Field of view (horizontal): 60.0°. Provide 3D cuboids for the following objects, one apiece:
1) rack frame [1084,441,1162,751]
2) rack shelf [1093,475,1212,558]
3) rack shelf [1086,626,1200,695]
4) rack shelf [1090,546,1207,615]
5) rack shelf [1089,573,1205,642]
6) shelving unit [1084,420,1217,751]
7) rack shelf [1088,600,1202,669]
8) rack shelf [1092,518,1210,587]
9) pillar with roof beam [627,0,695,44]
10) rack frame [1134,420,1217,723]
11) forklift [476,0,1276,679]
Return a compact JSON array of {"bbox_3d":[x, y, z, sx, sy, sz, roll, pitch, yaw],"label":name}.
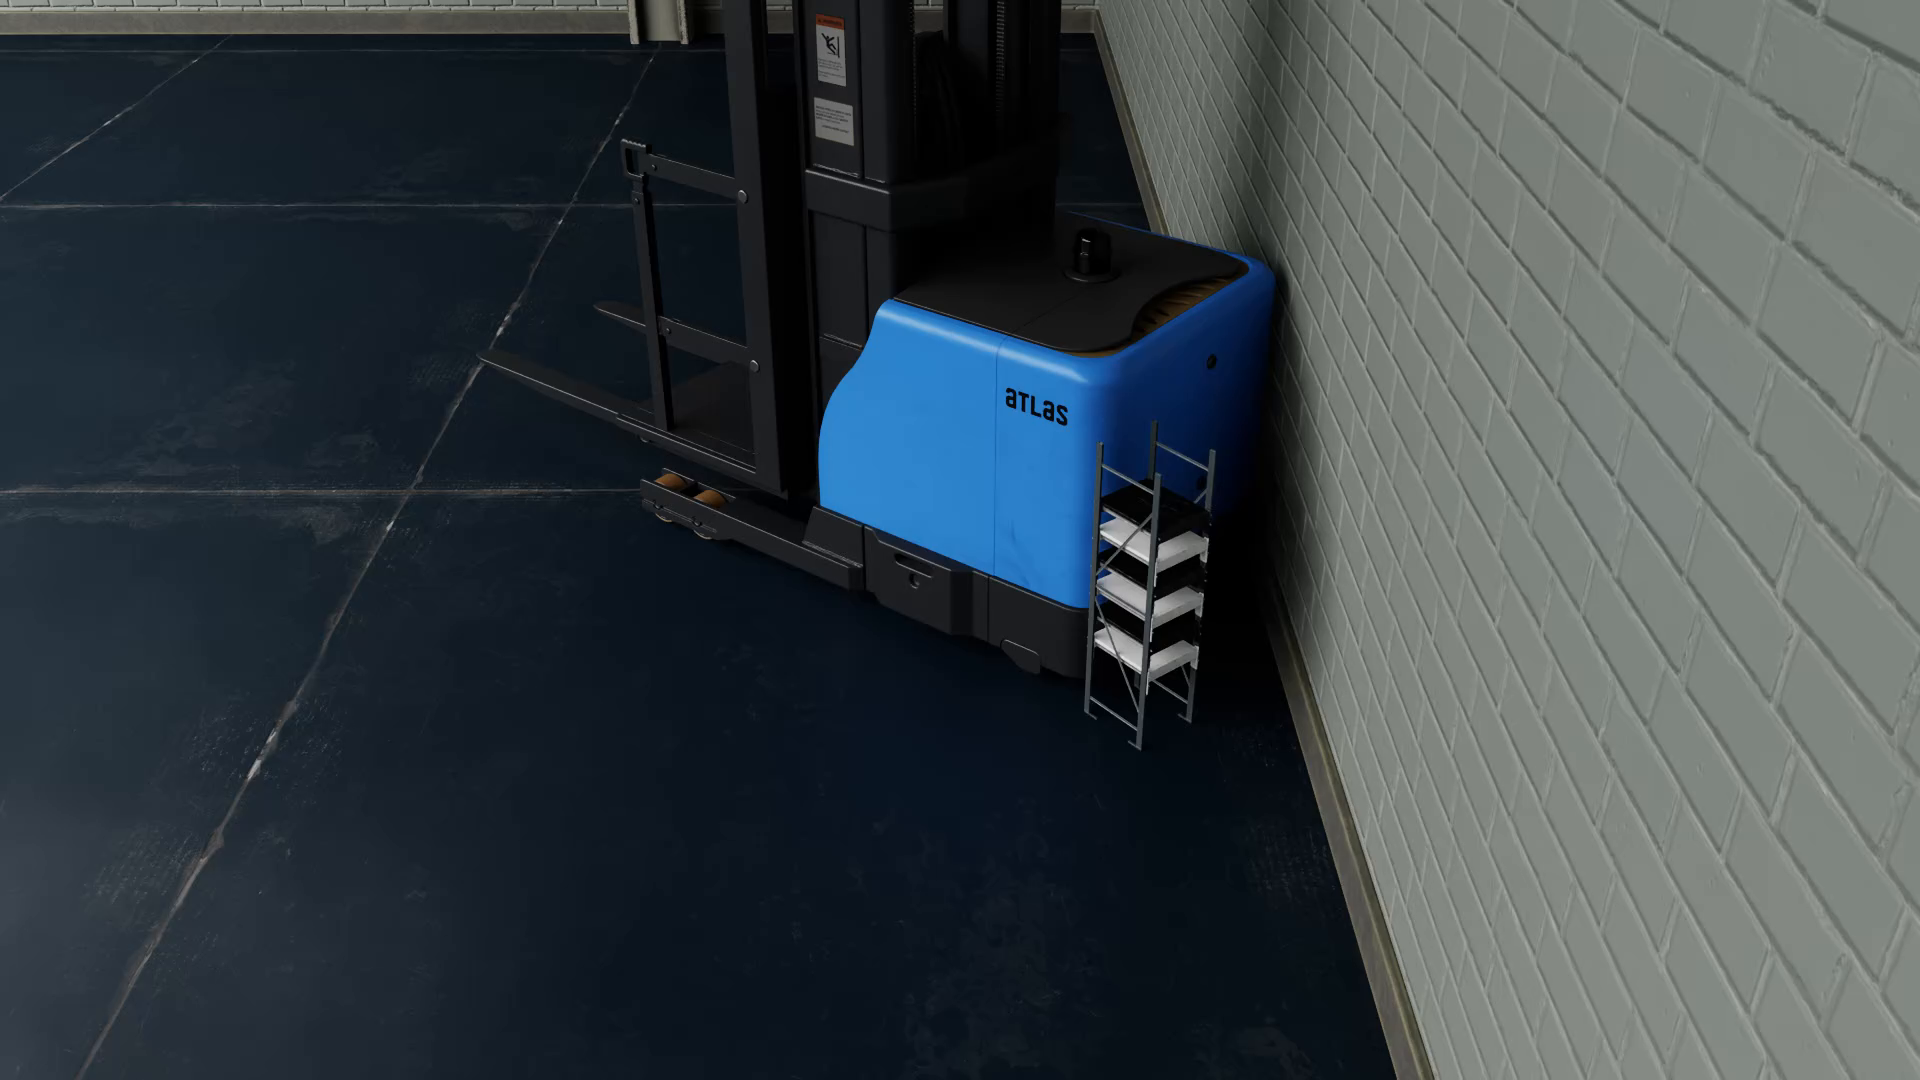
[{"bbox_3d":[0.444,0.170,4.603,0.006,0.900,0.240,-23,38,-32],"label":"rack frame"},{"bbox_3d":[0.524,-0.066,4.535,0.200,0.077,0.258,-23,38,-32],"label":"rack shelf"},{"bbox_3d":[0.524,0.319,4.768,0.200,0.077,0.258,-23,38,-32],"label":"rack shelf"},{"bbox_3d":[0.524,0.088,4.628,0.200,0.077,0.258,-23,38,-32],"label":"rack shelf"},{"bbox_3d":[0.524,0.165,4.675,0.200,0.077,0.258,-23,38,-32],"label":"rack shelf"},{"bbox_3d":[0.524,0.136,4.658,0.210,0.900,0.258,-23,38,-32],"label":"shelving unit"},{"bbox_3d":[0.524,0.242,4.722,0.200,0.077,0.258,-23,38,-32],"label":"rack shelf"},{"bbox_3d":[0.524,0.011,4.582,0.200,0.077,0.258,-23,38,-32],"label":"rack shelf"},{"bbox_3d":[-2.014,-5.069,5.429,0.400,9.000,9.100,0,31,0],"label":"pillar with roof beam"},{"bbox_3d":[0.603,0.103,4.712,0.006,0.900,0.240,-23,38,-32],"label":"rack frame"},{"bbox_3d":[-0.497,-1.450,5.315,3.031,2.935,1.130,22,37,31],"label":"forklift"}]
